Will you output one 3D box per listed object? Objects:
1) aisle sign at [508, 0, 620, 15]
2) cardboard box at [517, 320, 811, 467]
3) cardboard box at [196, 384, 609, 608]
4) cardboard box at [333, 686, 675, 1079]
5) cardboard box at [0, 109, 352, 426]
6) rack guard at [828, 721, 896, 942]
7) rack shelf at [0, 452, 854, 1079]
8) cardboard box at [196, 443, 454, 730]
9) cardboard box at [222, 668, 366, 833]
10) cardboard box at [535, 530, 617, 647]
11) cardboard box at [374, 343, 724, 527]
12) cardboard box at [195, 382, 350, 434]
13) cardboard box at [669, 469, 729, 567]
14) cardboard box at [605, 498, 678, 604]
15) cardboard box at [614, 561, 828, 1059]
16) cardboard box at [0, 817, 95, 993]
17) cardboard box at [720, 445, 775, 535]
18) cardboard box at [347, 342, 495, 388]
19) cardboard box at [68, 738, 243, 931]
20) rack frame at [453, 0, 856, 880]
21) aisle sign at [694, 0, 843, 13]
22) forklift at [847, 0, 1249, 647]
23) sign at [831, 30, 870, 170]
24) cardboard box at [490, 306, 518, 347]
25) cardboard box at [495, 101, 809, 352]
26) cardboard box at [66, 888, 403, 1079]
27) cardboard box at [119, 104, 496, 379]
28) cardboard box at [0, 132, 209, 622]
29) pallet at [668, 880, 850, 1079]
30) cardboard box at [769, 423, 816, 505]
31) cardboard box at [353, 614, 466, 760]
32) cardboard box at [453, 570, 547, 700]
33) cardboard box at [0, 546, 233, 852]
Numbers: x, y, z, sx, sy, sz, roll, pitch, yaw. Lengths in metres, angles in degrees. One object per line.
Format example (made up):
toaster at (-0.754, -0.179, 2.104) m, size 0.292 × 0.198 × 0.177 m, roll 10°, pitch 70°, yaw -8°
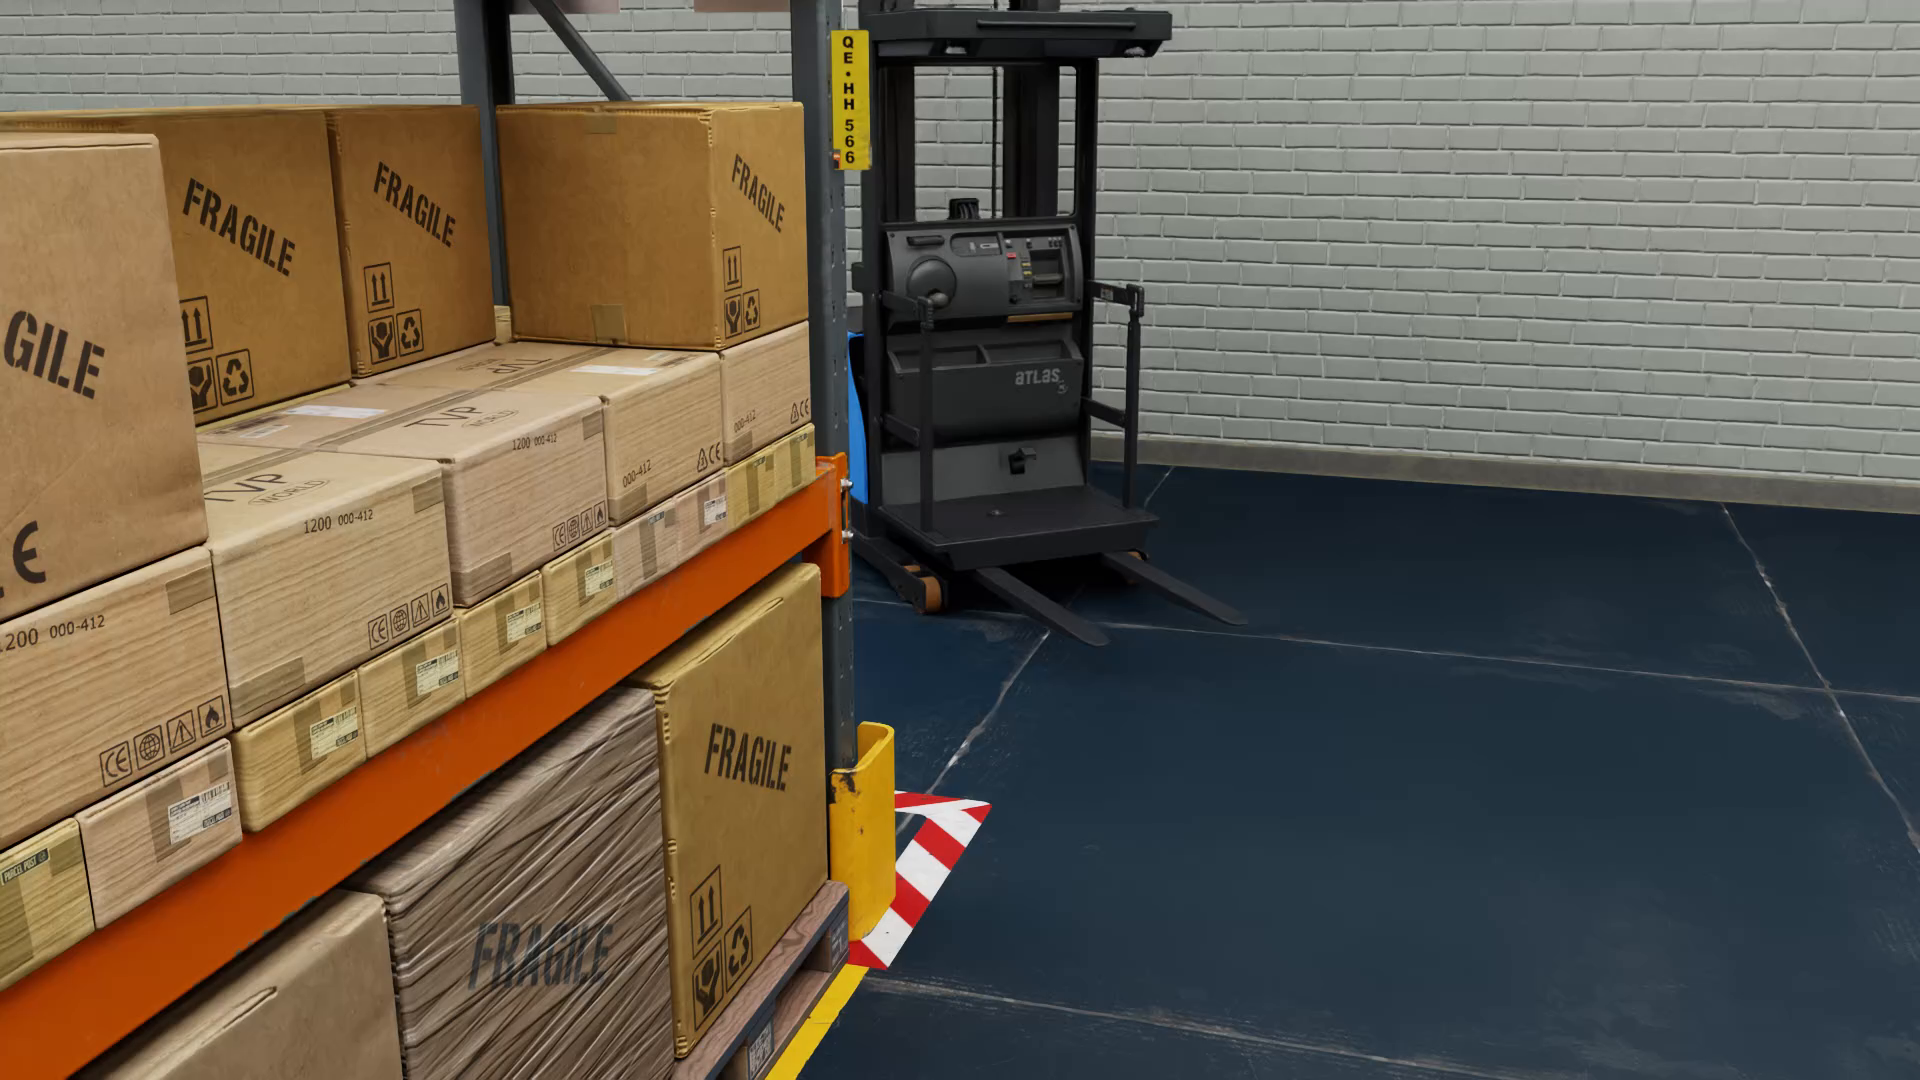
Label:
aisle sign at (-1.050, -1.728, 4.161) m, size 0.394 × 0.787 × 0.004 m, roll 5°, pitch 16°, yaw 16°
cardboard box at (-0.666, -0.359, 3.828) m, size 0.500 × 0.250 × 0.500 m, roll 4°, pitch 16°, yaw 15°
cardboard box at (-0.955, -0.093, 2.890) m, size 0.500 × 0.250 × 0.500 m, roll 4°, pitch 16°, yaw 14°
cardboard box at (-1.147, 0.797, 3.148) m, size 0.875 × 0.875 × 0.875 m, roll 5°, pitch 16°, yaw 16°
cardboard box at (-1.462, -0.496, 2.935) m, size 0.500 × 0.500 × 0.500 m, roll 4°, pitch 16°, yaw 14°
rack guard at (-0.776, 0.761, 4.730) m, size 1.175 × 0.500 × 0.348 m, roll 5°, pitch 16°, yaw 16°
rack shelf at (-1.351, 0.434, 2.621) m, size 1.077 × 0.370 × 4.000 m, roll 5°, pitch 16°, yaw 16°
cardboard box at (-1.100, 0.043, 2.409) m, size 0.500 × 0.250 × 0.500 m, roll 5°, pitch 16°, yaw 16°
cardboard box at (-1.075, 0.272, 2.332) m, size 0.380 × 0.149 × 0.250 m, roll 4°, pitch 16°, yaw 14°
cardboard box at (-0.857, 0.072, 3.041) m, size 0.380 × 0.149 × 0.250 m, roll 4°, pitch 16°, yaw 15°
cardboard box at (-0.811, -0.226, 3.360) m, size 0.500 × 0.250 × 0.500 m, roll 4°, pitch 16°, yaw 15°
cardboard box at (-1.466, -0.134, 3.034) m, size 0.500 × 0.250 × 0.500 m, roll 4°, pitch 16°, yaw 14°
cardboard box at (-0.714, -0.062, 3.510) m, size 0.380 × 0.149 × 0.250 m, roll 5°, pitch 16°, yaw 16°
cardboard box at (-0.785, 0.003, 3.280) m, size 0.380 × 0.149 × 0.250 m, roll 5°, pitch 17°, yaw 17°
cardboard box at (-0.888, 0.558, 3.988) m, size 0.875 × 0.875 × 0.875 m, roll 5°, pitch 16°, yaw 16°
cardboard box at (-1.222, 0.407, 1.858) m, size 0.380 × 0.149 × 0.250 m, roll 4°, pitch 16°, yaw 15°
cardboard box at (-0.641, -0.128, 3.743) m, size 0.380 × 0.149 × 0.250 m, roll 5°, pitch 17°, yaw 16°
cardboard box at (-1.320, -0.265, 3.497) m, size 0.500 × 0.250 × 0.500 m, roll 4°, pitch 16°, yaw 15°
cardboard box at (-1.149, 0.341, 2.090) m, size 0.380 × 0.149 × 0.250 m, roll 5°, pitch 17°, yaw 17°
rack frame at (-0.783, -0.435, 4.367) m, size 1.000 × 3.000 × 0.127 m, roll 5°, pitch 16°, yaw 16°
aisle sign at (-0.475, -1.682, 3.997) m, size 0.394 × 0.787 × 0.004 m, roll 5°, pitch 16°, yaw 16°
forklift at (0.205, -1.221, 7.262) m, size 1.130 × 2.935 × 3.031 m, roll -7°, pitch 17°, yaw -22°
sign at (-0.267, -1.061, 4.016) m, size 0.100 × 0.325 × 0.005 m, roll 5°, pitch 16°, yaw 16°
cardboard box at (-1.178, -0.402, 3.978) m, size 0.500 × 0.250 × 0.500 m, roll 4°, pitch 16°, yaw 14°
cardboard box at (-0.670, -0.719, 3.724) m, size 0.500 × 0.500 × 0.500 m, roll 5°, pitch 17°, yaw 17°
cardboard box at (-1.400, 1.029, 2.327) m, size 0.875 × 0.875 × 0.875 m, roll 5°, pitch 16°, yaw 16°
cardboard box at (-1.320, -0.632, 3.415) m, size 0.500 × 0.500 × 0.500 m, roll 4°, pitch 16°, yaw 15°
cardboard box at (-1.248, -0.191, 1.860) m, size 0.500 × 0.500 × 0.500 m, roll 4°, pitch 16°, yaw 14°
pallet at (-0.935, 1.121, 3.989) m, size 1.003 × 0.211 × 1.213 m, roll 5°, pitch 16°, yaw 16°
cardboard box at (-0.569, -0.196, 3.983) m, size 0.380 × 0.149 × 0.250 m, roll 5°, pitch 17°, yaw 17°
cardboard box at (-1.003, 0.204, 2.573) m, size 0.380 × 0.149 × 0.250 m, roll 5°, pitch 17°, yaw 17°
cardboard box at (-0.931, 0.139, 2.801) m, size 0.380 × 0.149 × 0.250 m, roll 5°, pitch 16°, yaw 16°
cardboard box at (-1.247, 0.172, 1.956) m, size 0.500 × 0.250 × 0.500 m, roll 5°, pitch 17°, yaw 17°
